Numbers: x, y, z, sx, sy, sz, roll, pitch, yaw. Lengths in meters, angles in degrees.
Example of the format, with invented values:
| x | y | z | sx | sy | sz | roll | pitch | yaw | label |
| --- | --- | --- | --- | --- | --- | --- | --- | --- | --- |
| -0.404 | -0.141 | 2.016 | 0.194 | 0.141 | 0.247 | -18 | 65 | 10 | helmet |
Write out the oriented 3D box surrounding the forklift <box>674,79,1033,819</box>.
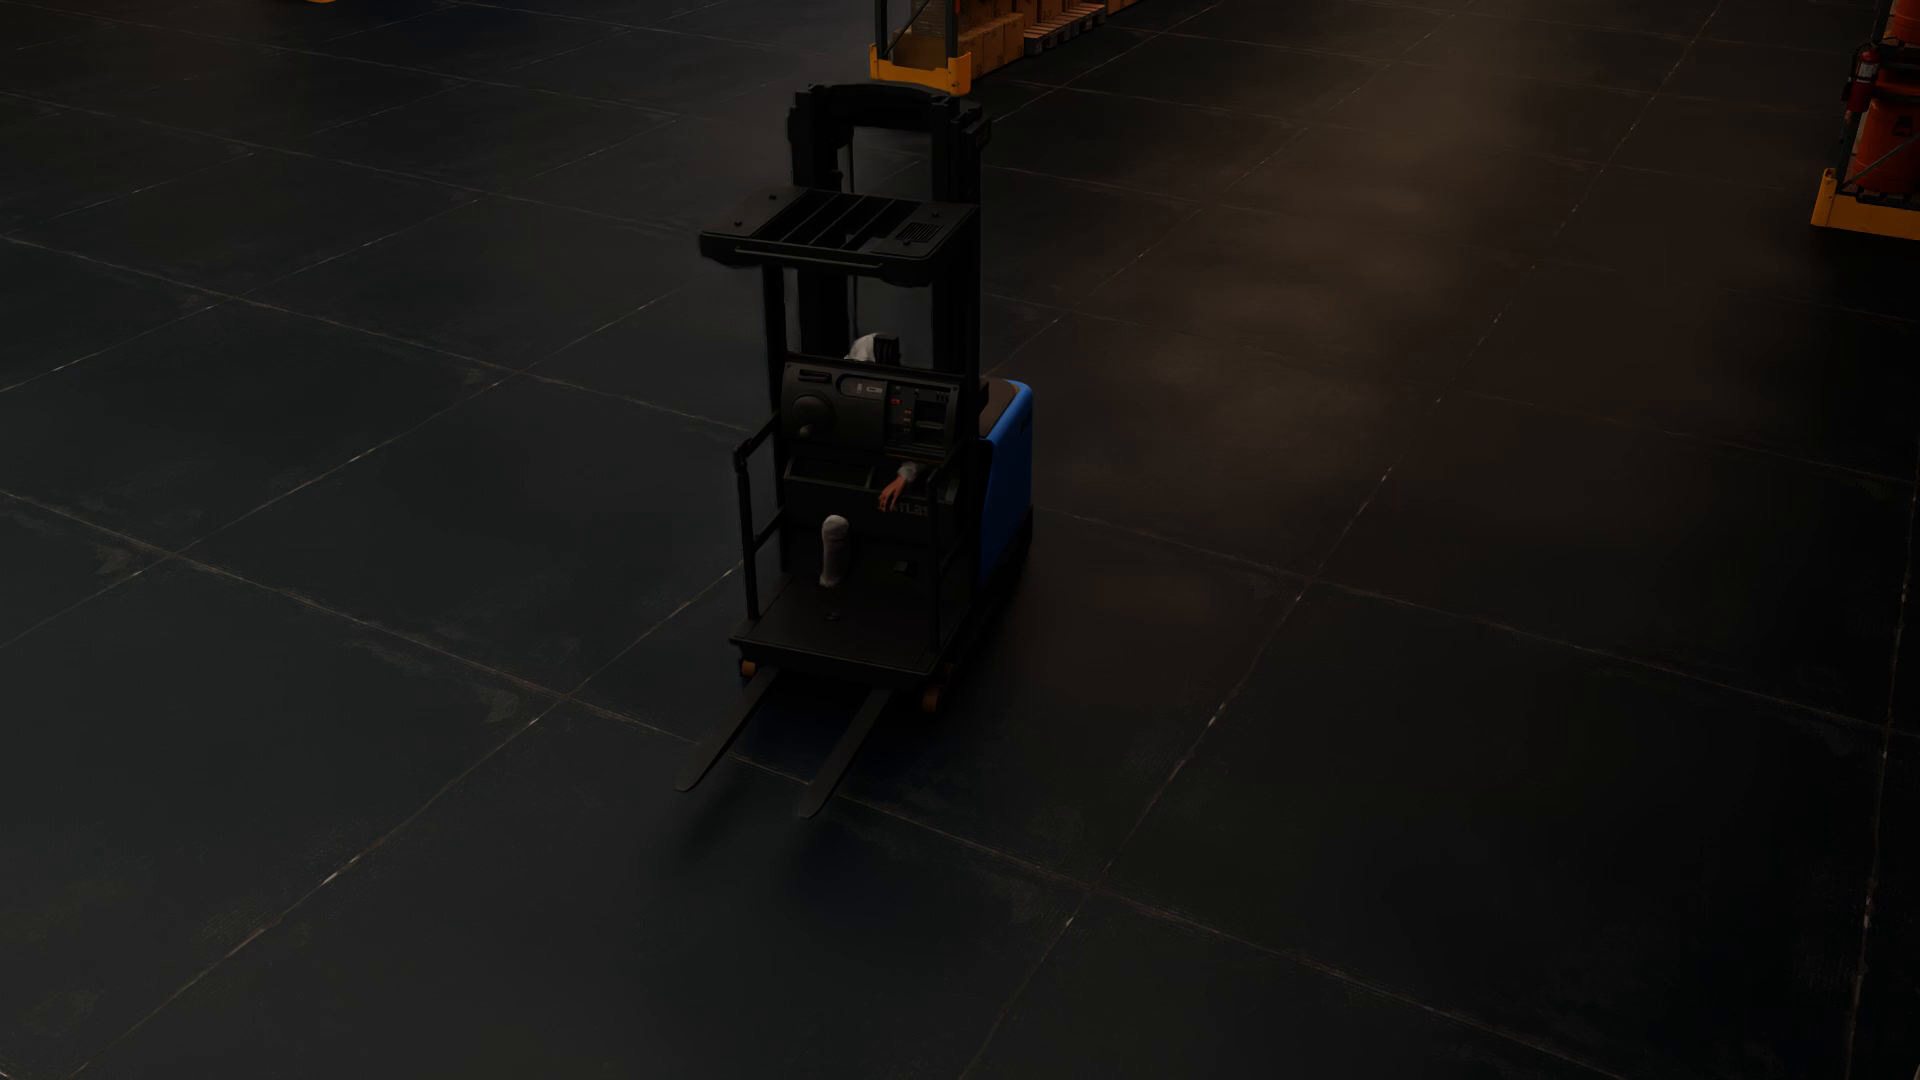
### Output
| x | y | z | sx | sy | sz | roll | pitch | yaw | label |
| --- | --- | --- | --- | --- | --- | --- | --- | --- | --- |
| -0.516 | -0.606 | 8.121 | 1.130 | 2.935 | 3.031 | 9 | 31 | 16 | forklift |

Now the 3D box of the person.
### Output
| x | y | z | sx | sy | sz | roll | pitch | yaw | label |
| --- | --- | --- | --- | --- | --- | --- | --- | --- | --- |
| -0.570 | -0.329 | 8.822 | 0.815 | 1.587 | 1.019 | -15 | 33 | -25 | person |
